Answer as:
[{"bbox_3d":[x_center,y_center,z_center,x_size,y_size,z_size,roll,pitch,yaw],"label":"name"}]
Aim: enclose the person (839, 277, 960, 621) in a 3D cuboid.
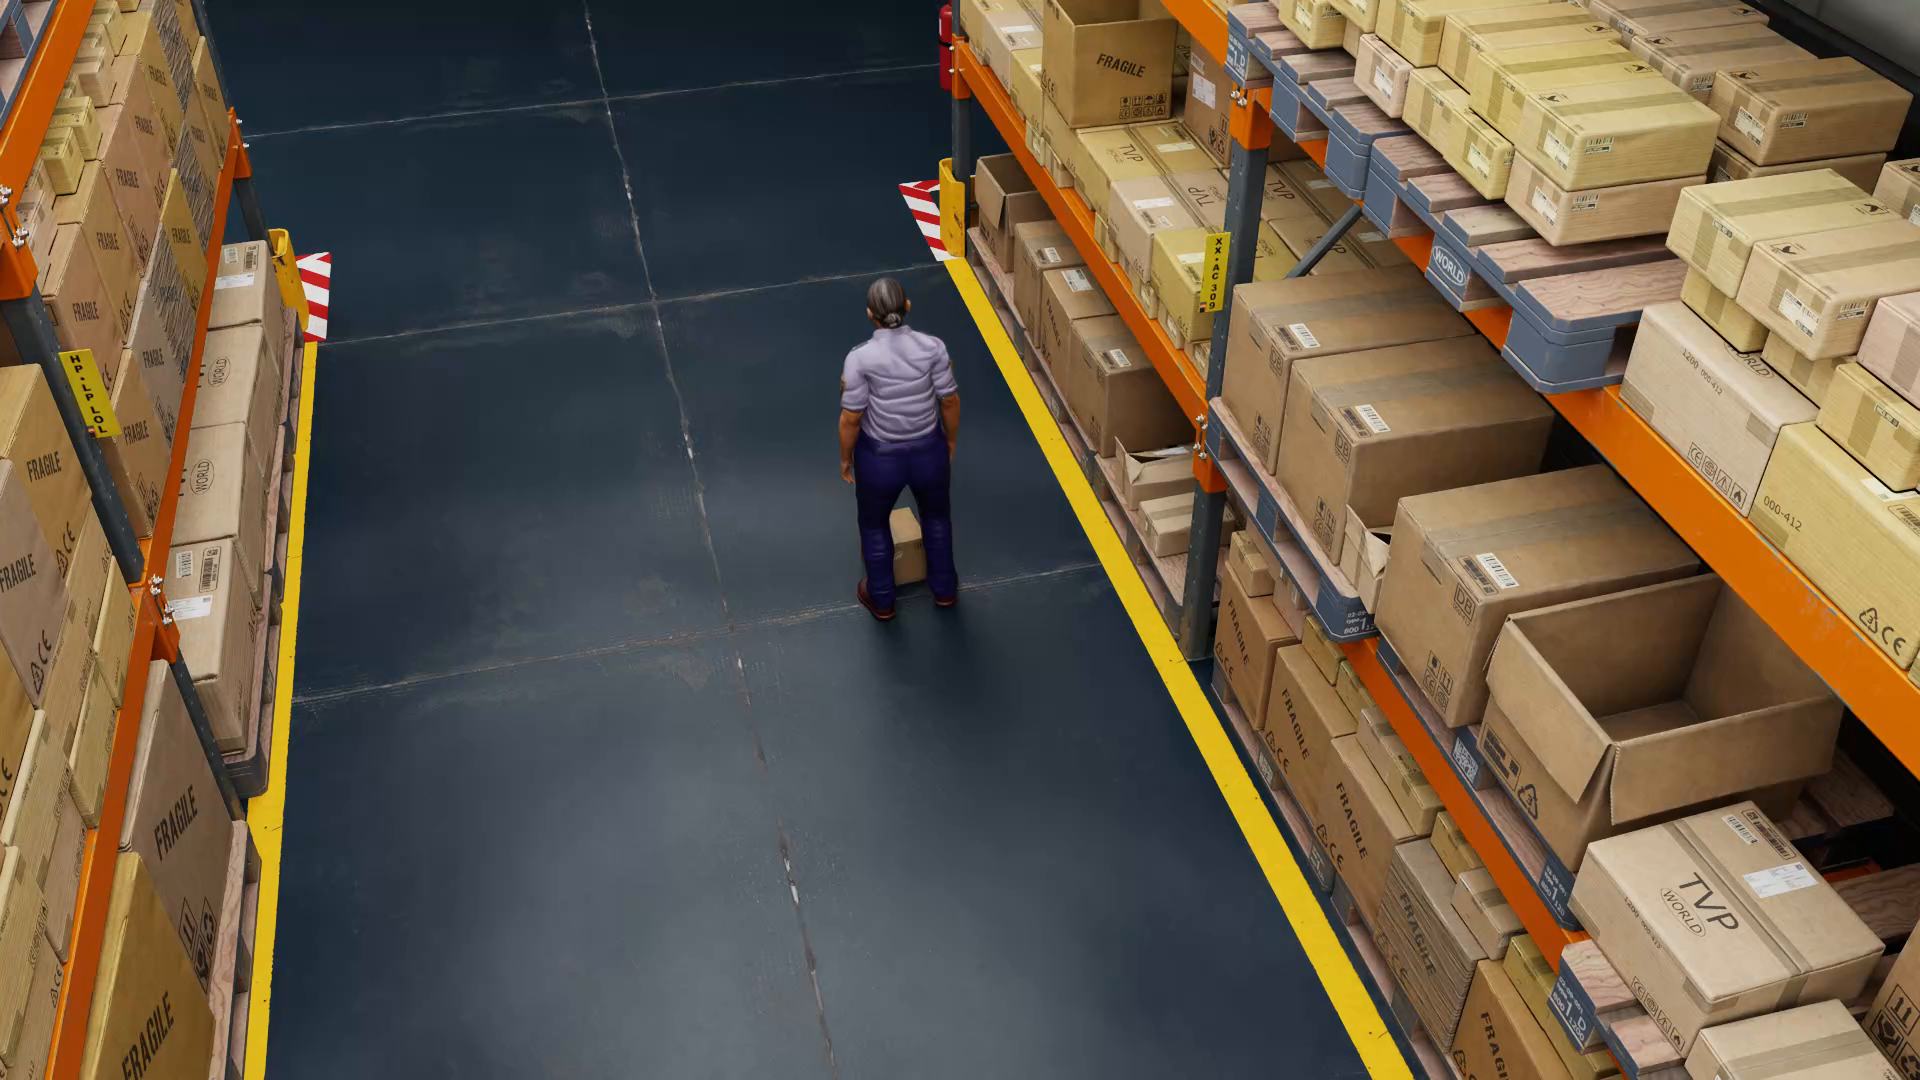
[{"bbox_3d":[-0.250,-0.361,7.187,0.549,1.637,0.367,-10,40,-12],"label":"person"}]
